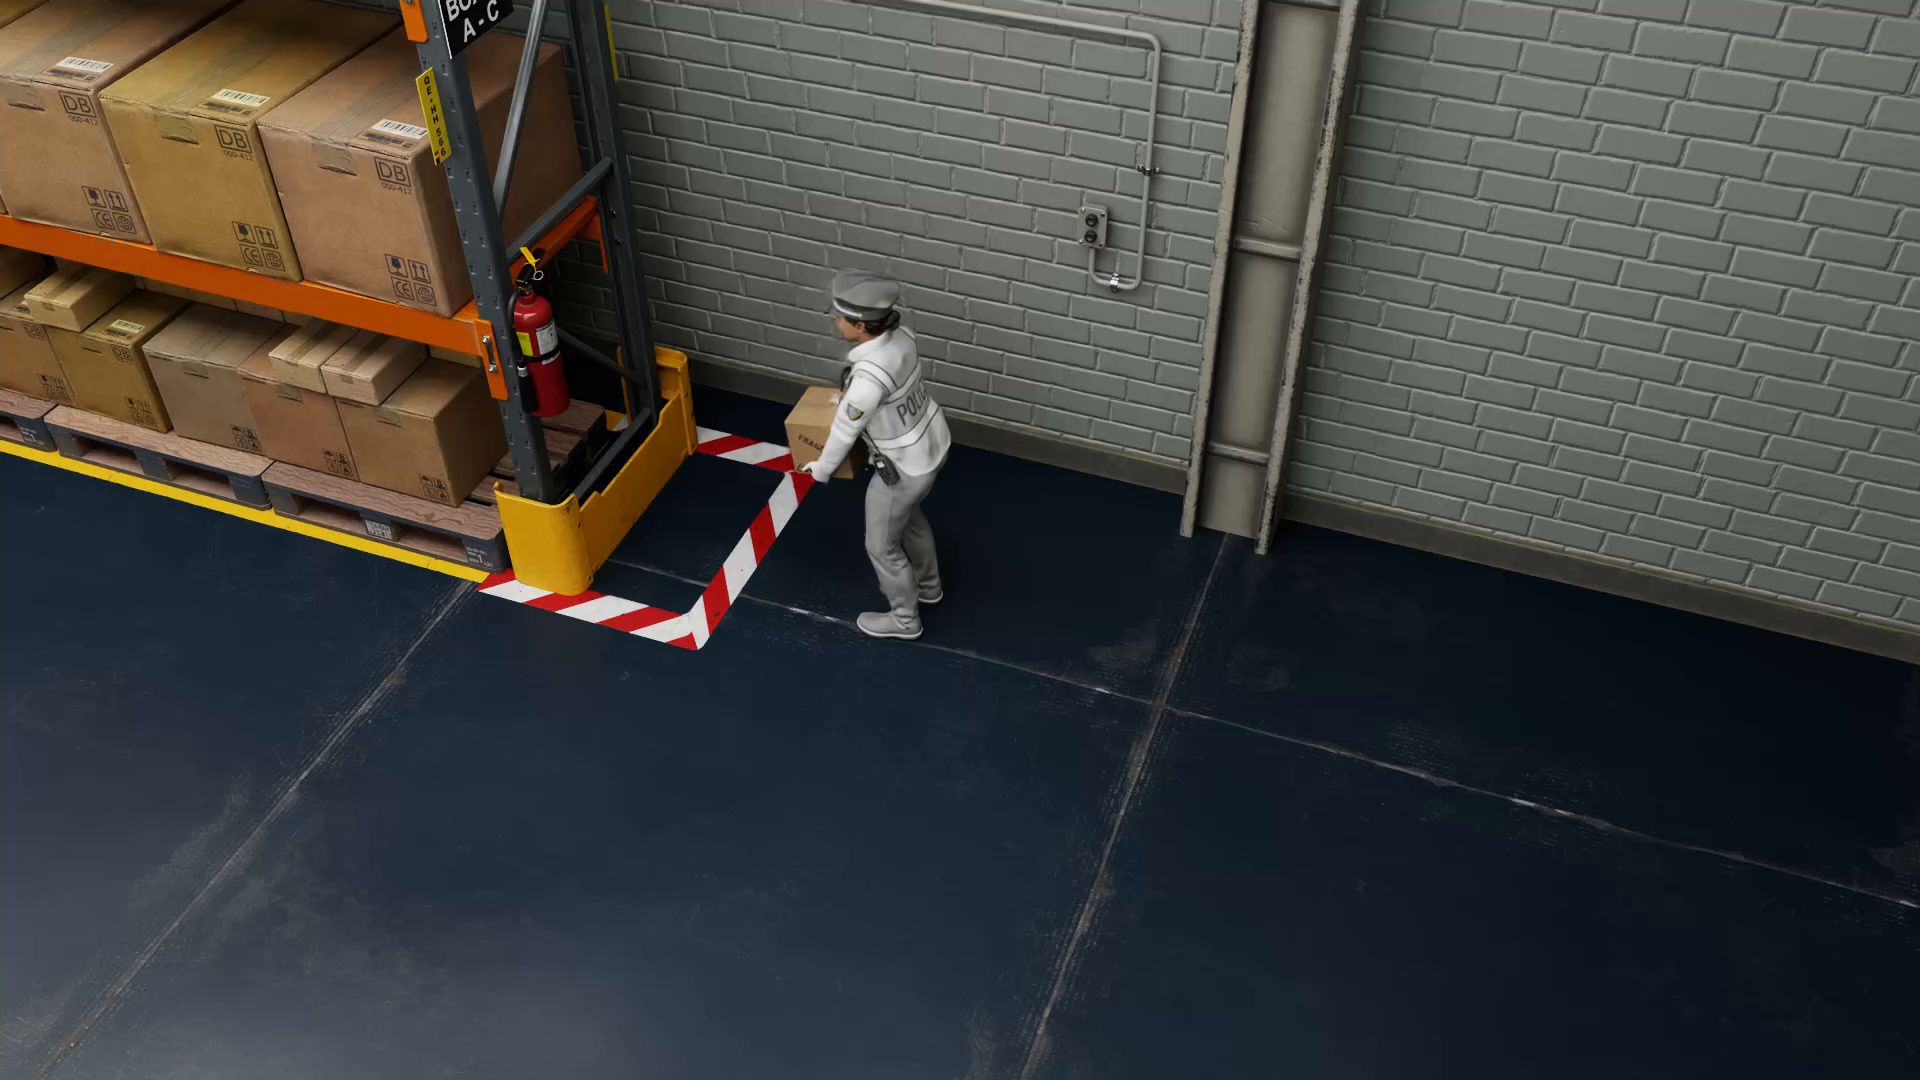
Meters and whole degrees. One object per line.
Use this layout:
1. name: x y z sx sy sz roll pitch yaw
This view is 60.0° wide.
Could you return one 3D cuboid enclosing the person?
1. person: -0.321 -0.315 6.532 0.553 1.647 0.415 13 43 14
